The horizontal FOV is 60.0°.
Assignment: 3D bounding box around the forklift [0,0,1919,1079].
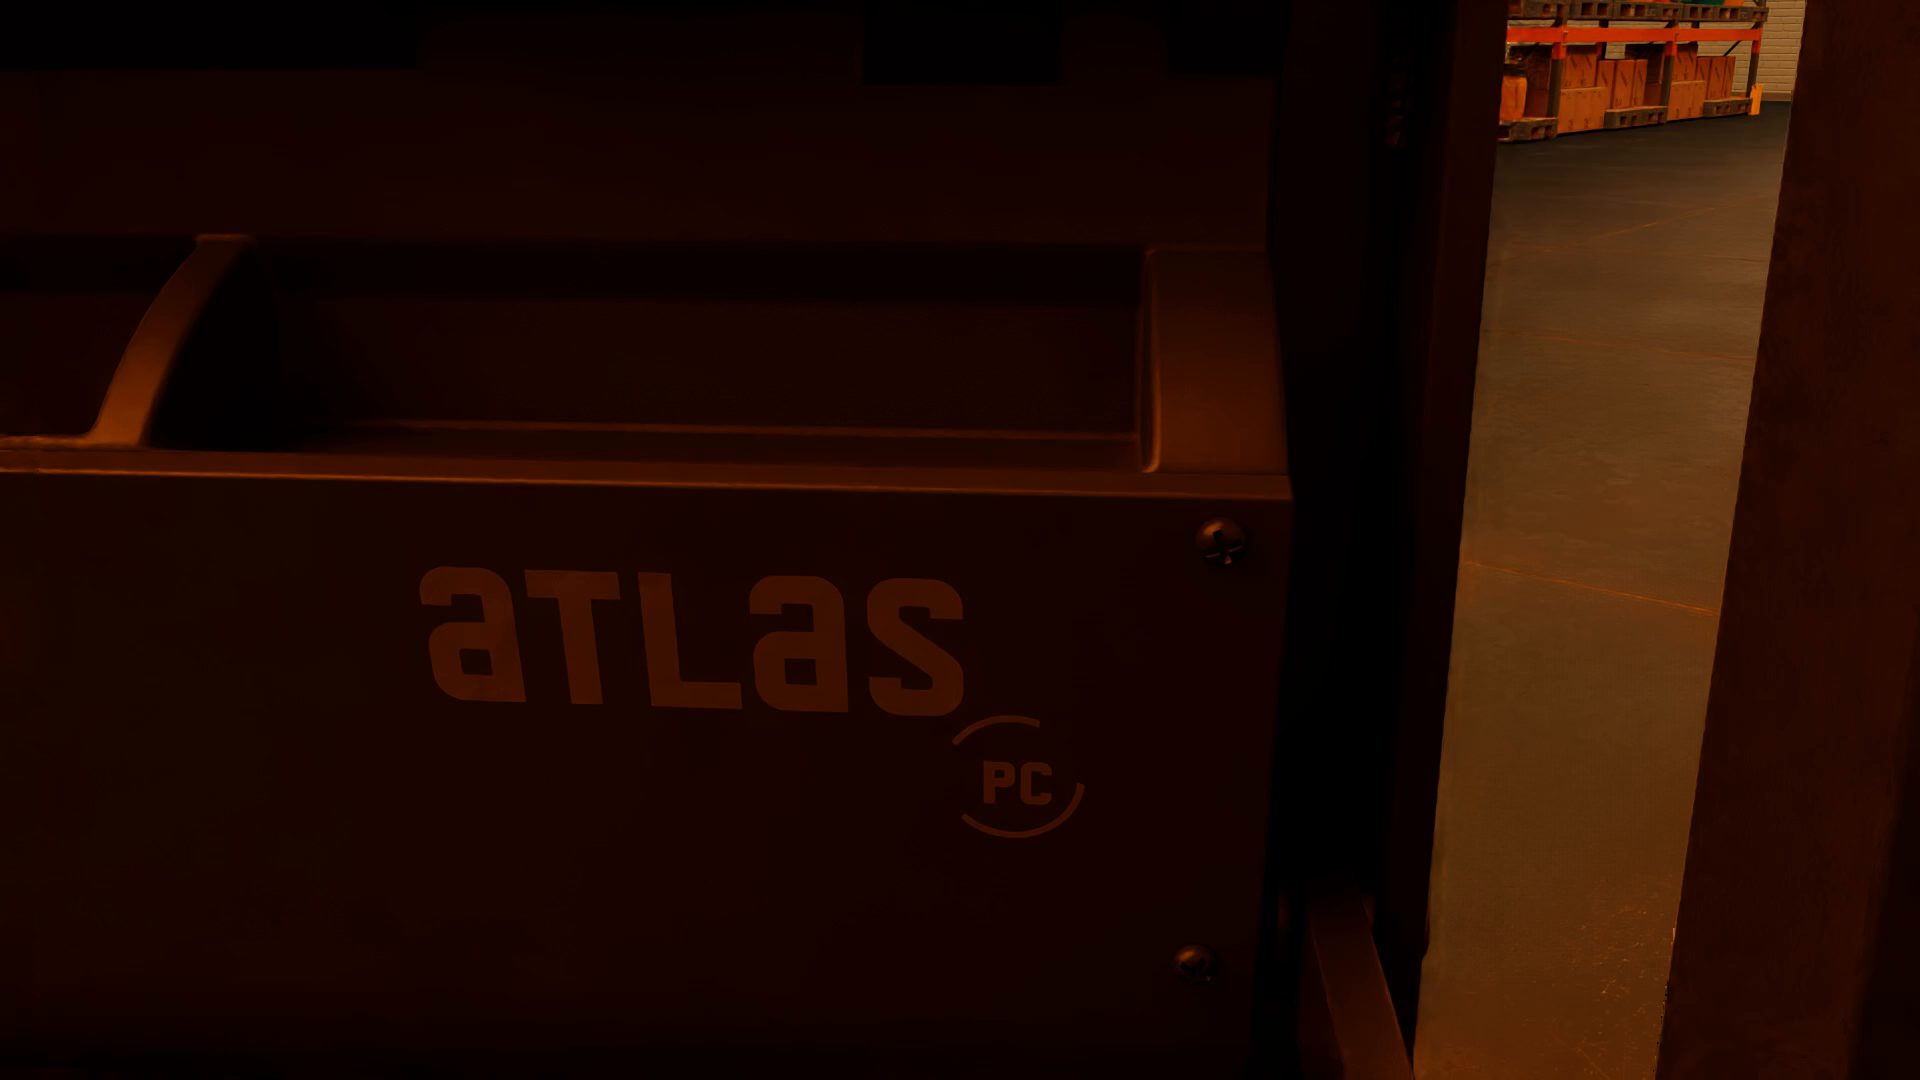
[{"bbox_3d":[-0.347,-0.453,0.388,1.130,2.935,3.031,1,17,4],"label":"forklift"}]
